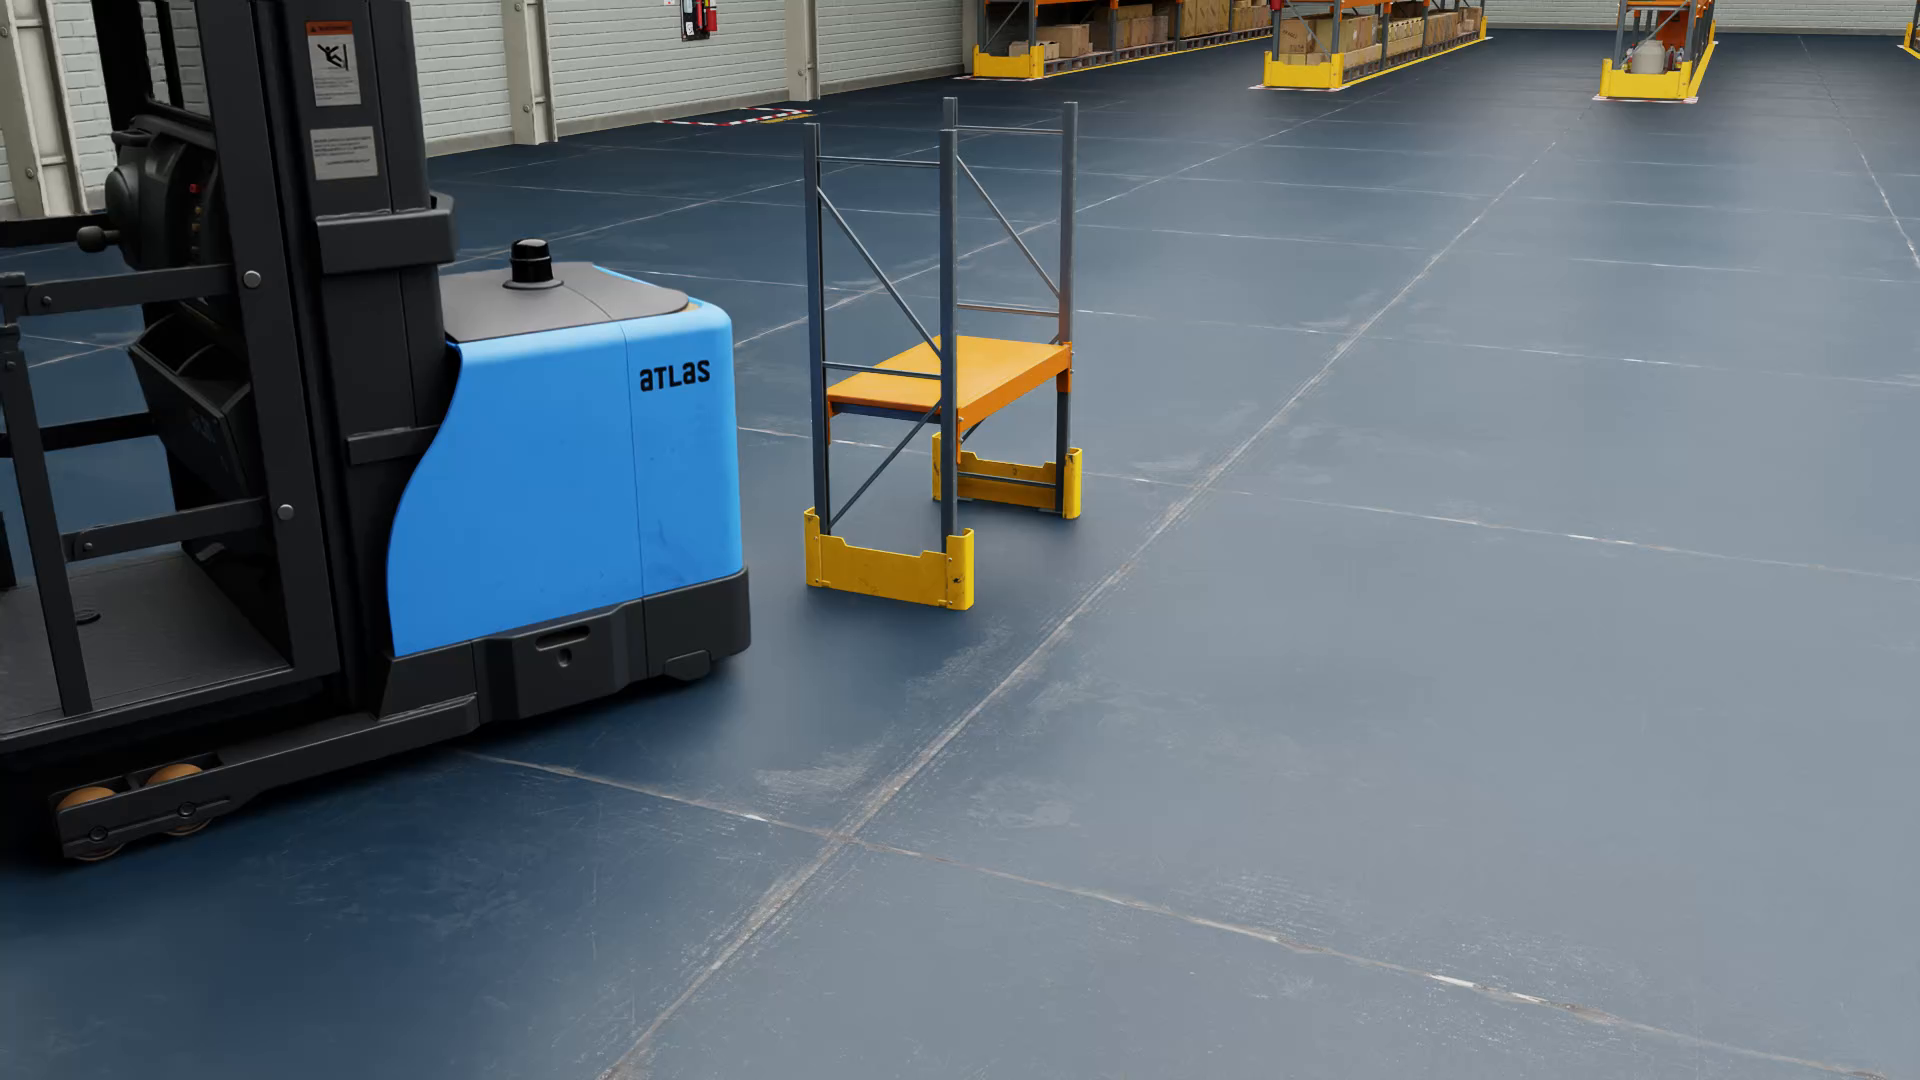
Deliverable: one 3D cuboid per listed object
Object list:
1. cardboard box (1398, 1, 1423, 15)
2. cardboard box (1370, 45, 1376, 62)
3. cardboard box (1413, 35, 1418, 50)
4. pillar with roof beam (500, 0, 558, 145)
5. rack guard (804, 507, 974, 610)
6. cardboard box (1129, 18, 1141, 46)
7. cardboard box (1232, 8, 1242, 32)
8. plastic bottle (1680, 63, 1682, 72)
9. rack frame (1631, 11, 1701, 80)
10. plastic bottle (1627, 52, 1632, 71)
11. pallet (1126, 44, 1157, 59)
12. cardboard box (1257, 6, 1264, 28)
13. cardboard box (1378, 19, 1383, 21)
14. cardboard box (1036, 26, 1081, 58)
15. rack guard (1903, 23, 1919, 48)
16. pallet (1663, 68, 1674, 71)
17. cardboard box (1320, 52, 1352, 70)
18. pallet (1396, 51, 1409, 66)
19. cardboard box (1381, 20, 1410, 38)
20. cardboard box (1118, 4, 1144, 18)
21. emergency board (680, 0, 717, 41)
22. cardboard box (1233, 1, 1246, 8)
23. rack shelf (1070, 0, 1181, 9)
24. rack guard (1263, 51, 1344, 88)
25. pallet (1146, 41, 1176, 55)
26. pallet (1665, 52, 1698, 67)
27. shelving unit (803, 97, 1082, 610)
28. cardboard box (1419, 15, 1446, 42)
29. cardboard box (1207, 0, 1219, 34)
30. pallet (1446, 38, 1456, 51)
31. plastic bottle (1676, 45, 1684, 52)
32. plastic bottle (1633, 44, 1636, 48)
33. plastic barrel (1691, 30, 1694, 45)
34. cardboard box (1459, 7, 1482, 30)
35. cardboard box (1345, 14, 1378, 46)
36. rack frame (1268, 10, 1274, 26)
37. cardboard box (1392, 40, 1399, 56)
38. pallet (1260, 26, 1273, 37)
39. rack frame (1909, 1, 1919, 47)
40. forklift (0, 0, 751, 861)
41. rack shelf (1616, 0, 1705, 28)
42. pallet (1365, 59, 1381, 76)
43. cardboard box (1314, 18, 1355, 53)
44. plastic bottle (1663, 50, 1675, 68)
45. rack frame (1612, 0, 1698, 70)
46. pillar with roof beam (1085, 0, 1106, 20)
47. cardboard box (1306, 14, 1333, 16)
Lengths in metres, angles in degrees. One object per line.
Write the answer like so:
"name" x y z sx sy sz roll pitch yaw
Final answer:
"cardboard box" 9.372 -11.055 34.532 0.500 0.250 0.500 9 21 23
"cardboard box" 6.722 -8.226 28.099 0.500 0.250 0.500 9 21 23
"cardboard box" 8.363 -9.419 31.455 0.500 0.250 0.500 8 21 22
"pillar with roof beam" -0.722 -8.003 15.042 9.100 9.000 0.400 9 21 23
"rack guard" -0.235 0.058 5.433 0.587 0.250 0.087 9 21 23
"cardboard box" 3.103 -9.897 32.396 0.700 0.500 0.500 9 21 23
"cardboard box" 6.081 -12.005 38.354 0.700 0.500 0.500 9 21 23
"plastic bottle" 10.875 -7.175 25.187 0.097 0.201 0.097 0 20 0
"rack frame" 11.443 -8.966 26.703 1.000 3.000 0.127 9 21 23
"plastic bottle" 10.286 -7.362 25.601 0.152 0.276 0.135 9 21 23
"pallet" 3.221 -9.624 32.715 1.003 0.211 1.213 9 21 23
"cardboard box" 6.919 -12.633 40.118 0.700 0.500 0.500 8 21 23
"cardboard box" 7.663 -9.599 31.123 0.500 0.311 0.500 8 21 21
"cardboard box" 1.712 -8.723 29.094 0.700 0.500 0.500 7 21 19
"rack guard" 20.886 -10.784 35.547 1.175 0.500 0.348 9 21 23
"pallet" 11.130 -7.452 26.609 1.003 0.211 1.213 9 21 23
"cardboard box" 5.912 -7.613 26.376 0.500 0.250 0.500 9 21 23
"pallet" 7.690 -8.938 30.786 1.003 0.211 1.213 9 21 23
"cardboard box" 7.951 -9.376 30.495 0.500 0.311 0.500 9 22 24
"cardboard box" 3.299 -10.380 32.634 0.500 0.250 0.500 8 21 22
"emergency board" -3.239 -6.851 20.756 0.194 1.169 0.643 9 21 23
"cardboard box" 6.388 -12.391 38.469 0.380 0.149 0.250 9 22 25
"rack shelf" 3.224 -10.598 32.365 1.077 0.370 4.000 9 21 23
"rack guard" 5.278 -7.239 25.577 1.175 0.500 0.348 9 21 23
"pallet" 3.722 -9.996 33.760 1.003 0.211 1.213 9 21 23
"pallet" 12.729 -8.643 29.958 1.003 0.211 1.213 9 21 23
"shelving unit" -0.031 -0.683 5.652 0.587 1.500 1.083 9 21 23
"cardboard box" 9.639 -10.473 34.014 0.500 0.500 0.500 8 21 21
"cardboard box" 5.172 -11.467 36.318 0.750 0.750 0.750 9 22 24
"pallet" 9.903 -10.525 35.248 1.003 0.211 1.213 9 21 23
"plastic bottle" 11.364 -7.630 26.244 0.144 0.351 0.185 7 21 20
"plastic bottle" 10.734 -7.735 26.540 0.144 0.351 0.185 9 22 24
"plastic barrel" 14.191 -10.240 32.791 0.600 0.901 0.708 9 21 23
"cardboard box" 11.842 -12.145 38.715 0.500 0.500 0.500 9 21 23
"cardboard box" 6.720 -8.579 27.974 0.500 0.500 0.500 9 21 23
"rack frame" 7.319 -13.994 40.840 1.000 3.000 0.127 9 21 23
"cardboard box" 7.528 -8.794 29.698 0.500 0.250 0.500 9 22 24
"pallet" 7.063 -12.425 40.590 1.003 0.211 1.213 9 21 23
"rack frame" 20.876 -11.955 35.107 1.000 3.000 0.127 9 21 23
"forklift" -2.097 -0.835 3.943 3.031 2.935 1.130 -14 24 -35
"rack shelf" 10.625 -8.016 25.105 1.077 0.370 4.000 9 21 23
"pallet" 6.562 -8.096 28.417 1.003 0.211 1.213 9 21 23
"cardboard box" 5.914 -7.966 26.250 0.500 0.500 0.500 9 21 23
"plastic bottle" 11.219 -7.607 26.292 0.152 0.276 0.135 9 21 23
"rack frame" 9.806 -7.743 23.265 1.000 3.000 0.127 9 21 23
"pillar with roof beam" 6.649 -13.505 30.514 9.100 9.000 0.400 9 21 23
"cardboard box" 6.041 -8.498 27.745 0.500 0.500 0.500 9 21 23
